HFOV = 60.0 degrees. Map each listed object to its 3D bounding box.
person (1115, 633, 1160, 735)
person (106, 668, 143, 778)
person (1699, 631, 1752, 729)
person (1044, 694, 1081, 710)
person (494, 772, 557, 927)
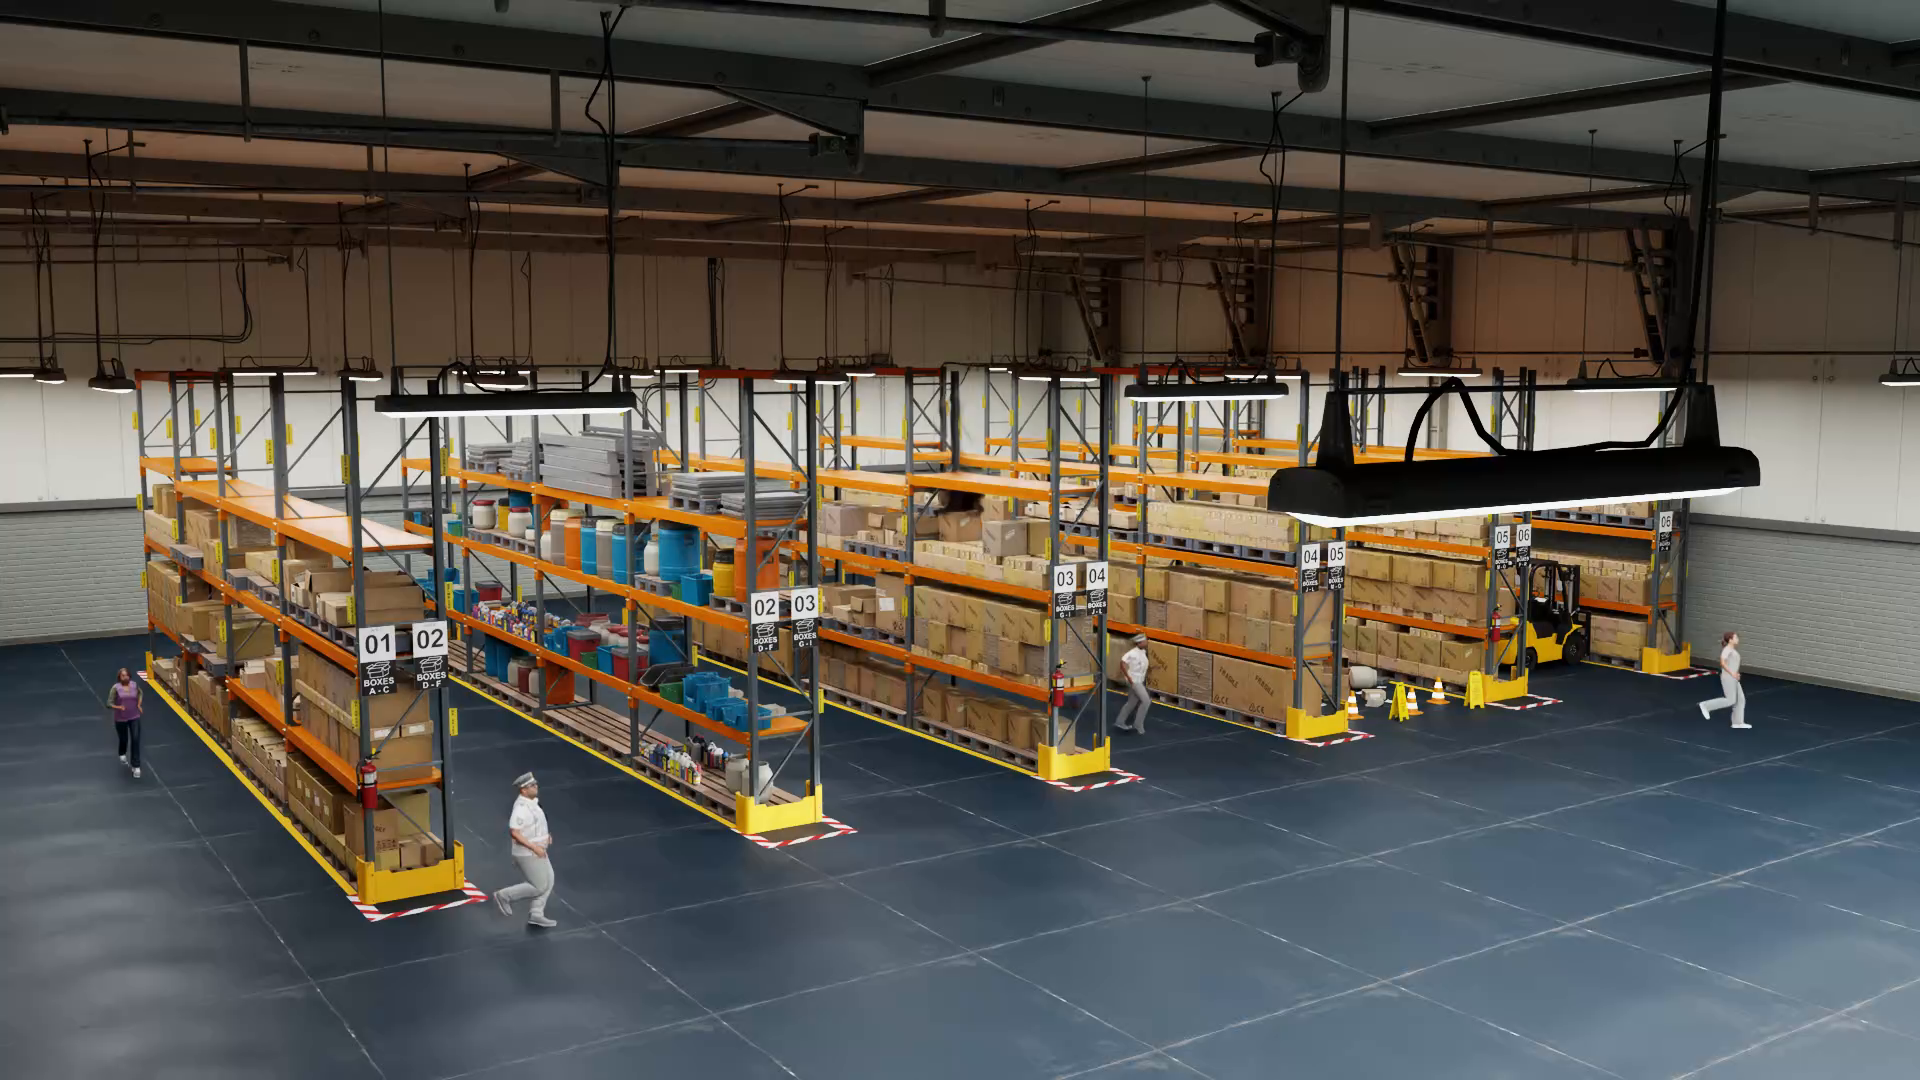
[{"bbox_3d":[2.939,2.396,27.650,0.776,1.733,0.576,3,7,22],"label":"person"},{"bbox_3d":[-12.532,2.709,25.003,0.536,1.609,0.875,-5,8,-36],"label":"person"},{"bbox_3d":[13.018,2.354,28.173,0.827,1.638,0.609,4,8,32],"label":"person"},{"bbox_3d":[1.775,2.173,29.726,0.973,1.670,0.628,4,8,33],"label":"person"},{"bbox_3d":[-4.803,3.416,18.342,0.655,1.758,0.672,-1,6,-5],"label":"person"}]
